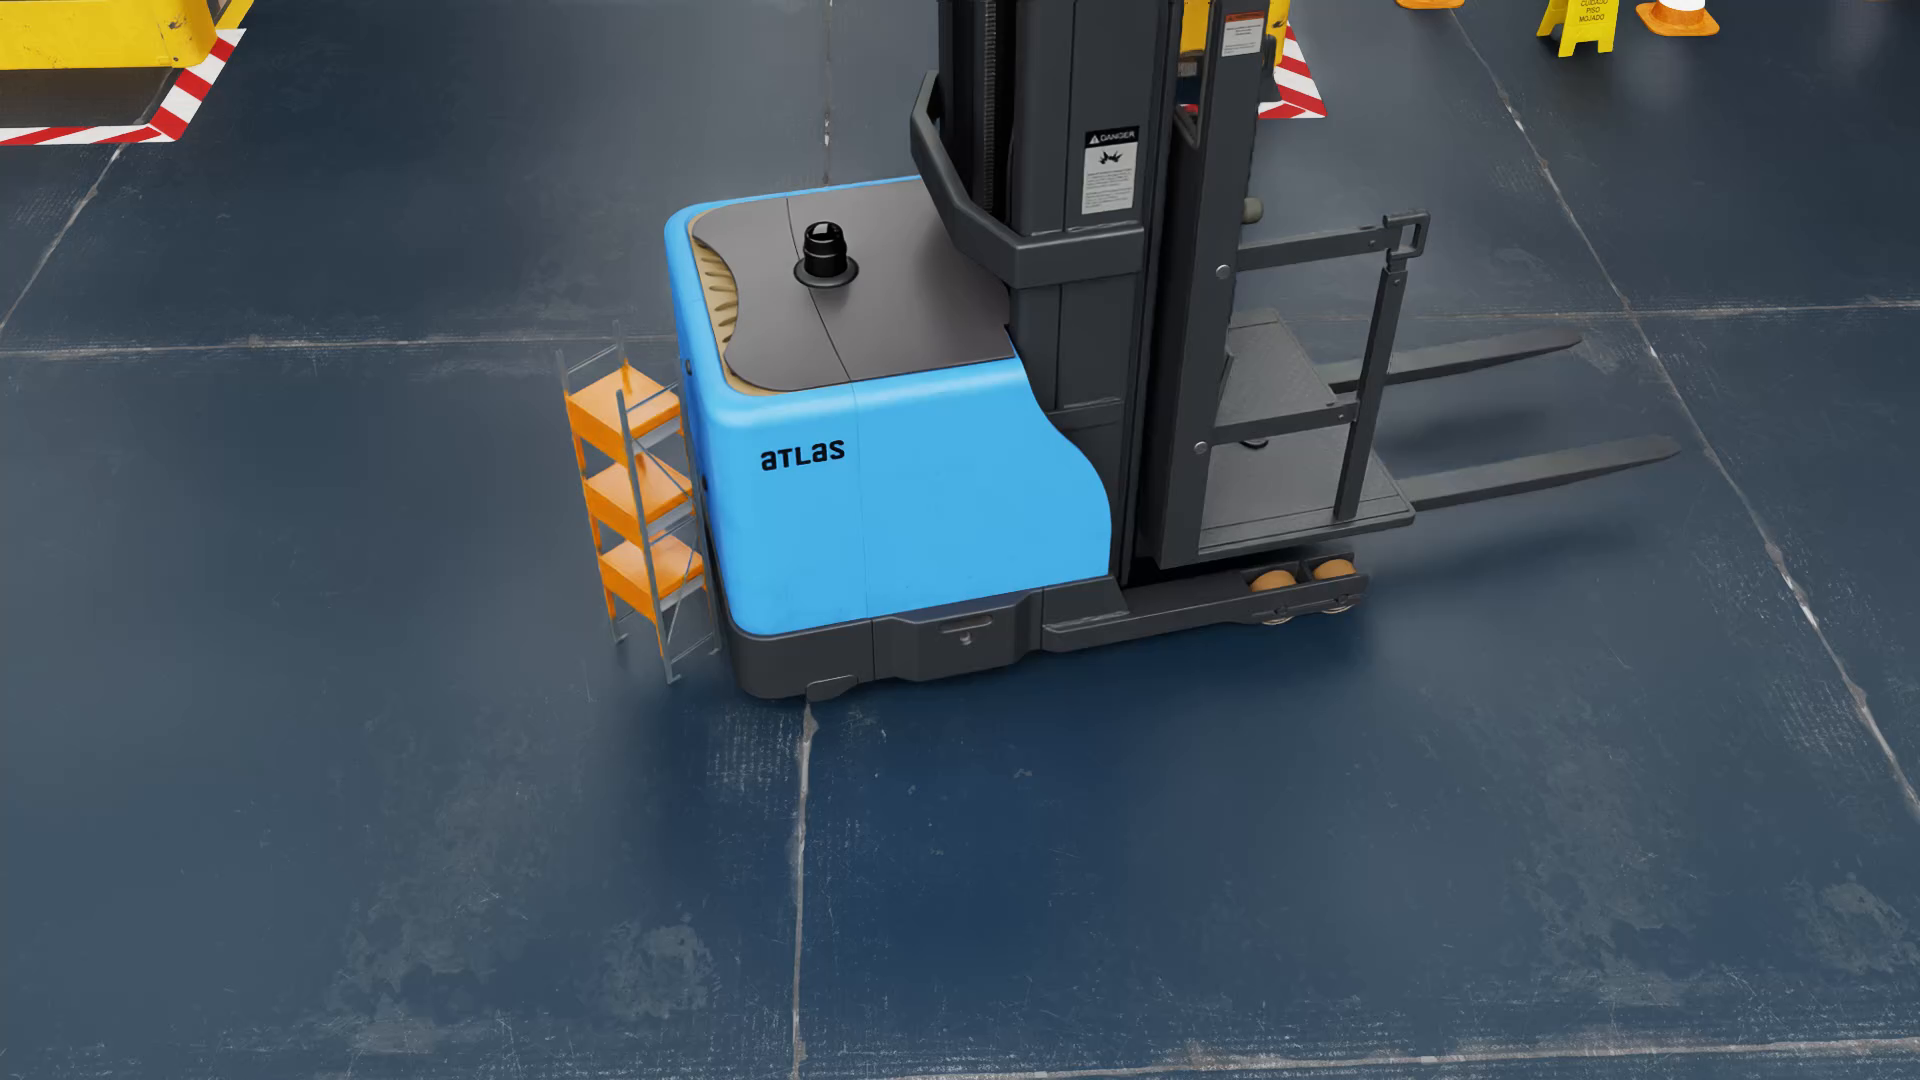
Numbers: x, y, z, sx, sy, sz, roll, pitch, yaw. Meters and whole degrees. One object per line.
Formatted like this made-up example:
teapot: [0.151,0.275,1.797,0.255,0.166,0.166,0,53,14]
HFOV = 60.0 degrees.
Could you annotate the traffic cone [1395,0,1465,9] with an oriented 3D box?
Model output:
traffic cone: [2.289,-2.857,8.024,0.336,0.463,0.334,-2,43,-2]

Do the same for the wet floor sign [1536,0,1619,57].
wet floor sign: [2.872,-2.562,7.567,0.267,0.644,0.232,-8,43,-9]

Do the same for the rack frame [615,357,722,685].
rack frame: [-0.775,-0.024,4.495,0.008,1.050,0.200,32,51,31]

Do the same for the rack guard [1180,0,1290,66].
rack guard: [0.894,-2.455,7.558,1.175,0.500,0.348,-2,43,-2]

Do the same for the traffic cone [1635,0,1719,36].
traffic cone: [3.432,-2.660,7.809,0.336,0.463,0.334,-2,43,-2]

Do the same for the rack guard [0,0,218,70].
rack guard: [-4.070,-2.448,7.551,1.175,0.500,0.348,-2,43,-2]

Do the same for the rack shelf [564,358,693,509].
rack shelf: [-0.865,-0.282,4.374,0.240,0.259,0.215,32,51,31]

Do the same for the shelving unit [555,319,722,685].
shelving unit: [-0.864,-0.079,4.557,0.252,1.050,0.215,32,51,31]

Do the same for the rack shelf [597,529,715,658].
rack shelf: [-0.863,0.135,4.751,0.240,0.259,0.215,32,51,31]

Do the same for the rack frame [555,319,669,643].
rack frame: [-0.953,-0.135,4.620,0.008,1.050,0.200,32,51,31]

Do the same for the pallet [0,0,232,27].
pallet: [-4.069,-2.891,8.248,1.003,0.211,1.213,-2,43,-2]

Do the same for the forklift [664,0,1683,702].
forklift: [0.728,-1.164,4.351,3.031,2.935,1.130,-10,43,-11]

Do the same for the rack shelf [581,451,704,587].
rack shelf: [-0.864,-0.071,4.564,0.240,0.259,0.215,32,51,31]
